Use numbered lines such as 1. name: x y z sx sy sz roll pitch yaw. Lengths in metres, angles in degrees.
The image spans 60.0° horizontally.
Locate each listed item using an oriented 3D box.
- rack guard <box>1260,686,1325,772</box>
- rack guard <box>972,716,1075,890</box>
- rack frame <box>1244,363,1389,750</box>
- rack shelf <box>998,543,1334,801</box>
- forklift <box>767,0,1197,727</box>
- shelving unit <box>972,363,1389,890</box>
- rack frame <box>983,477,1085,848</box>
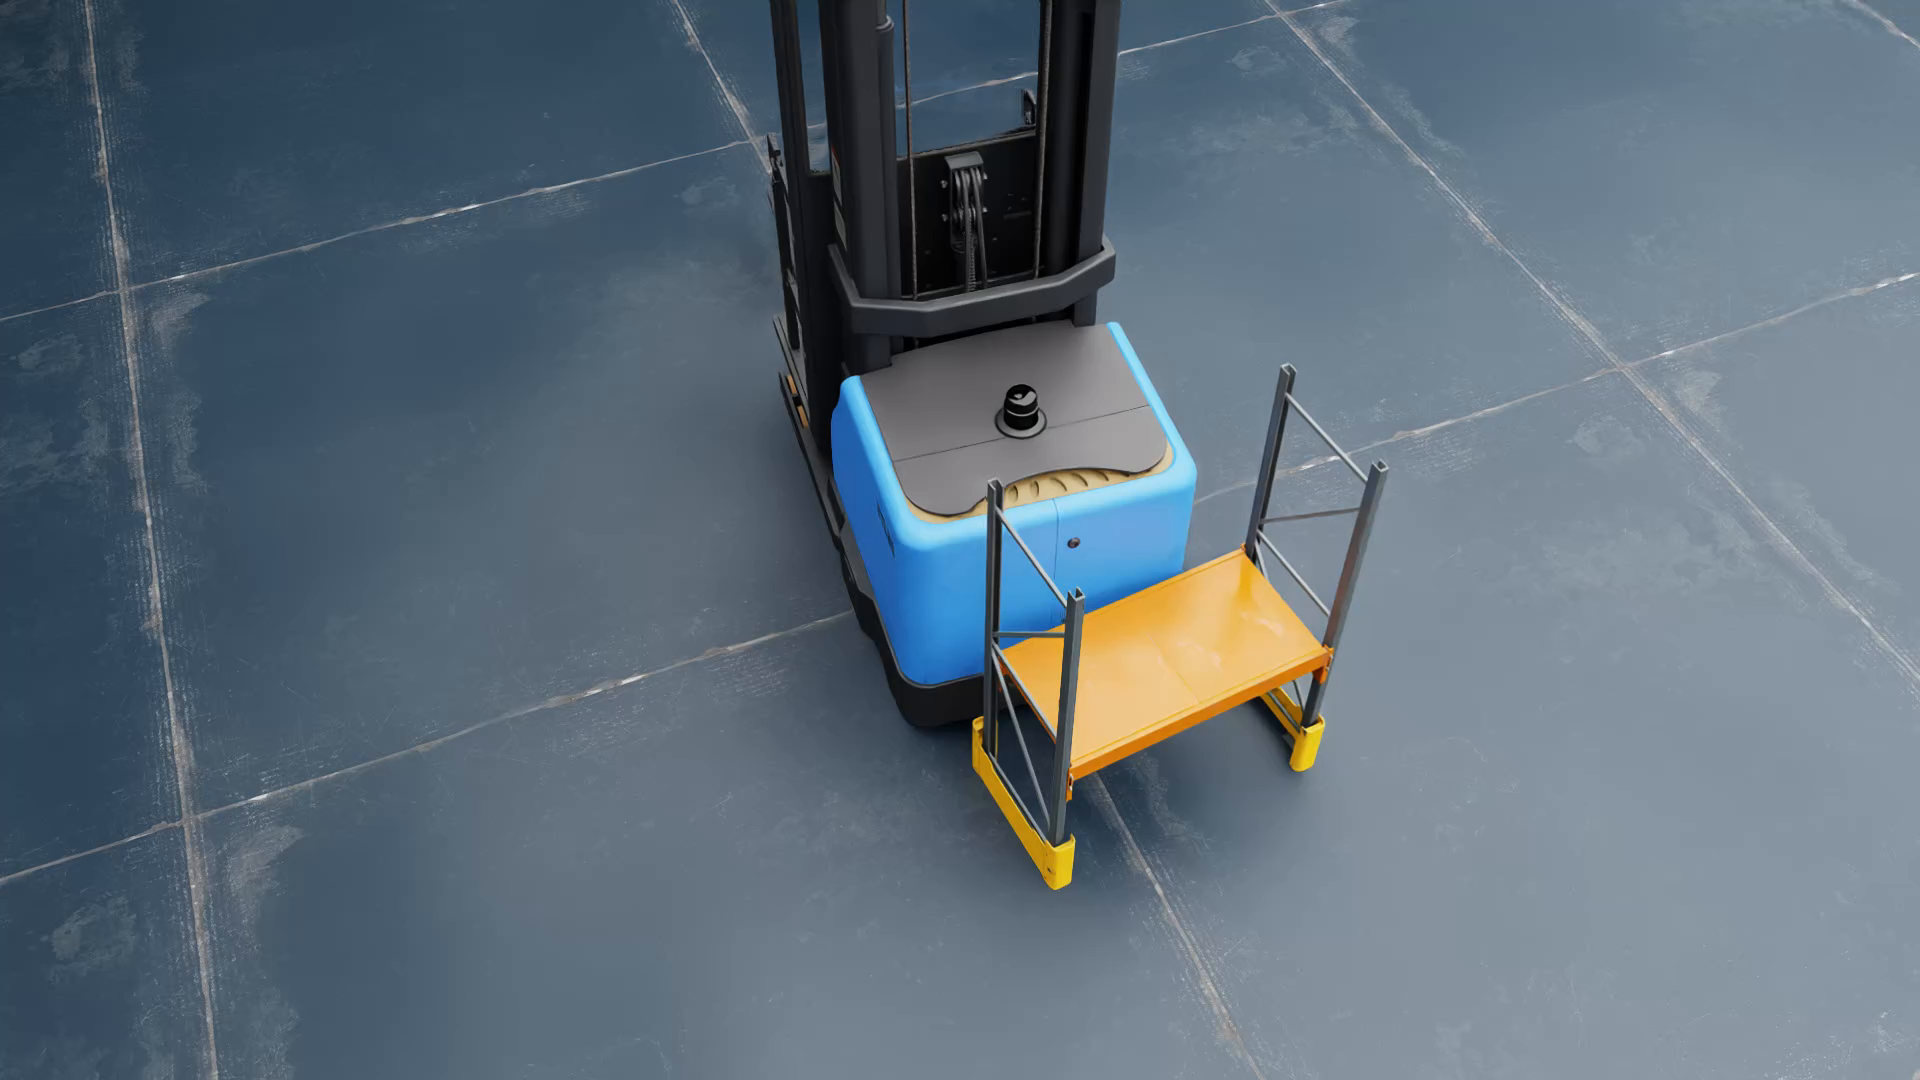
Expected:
1. rack guard: 1.090 0.534 5.967 0.087 0.250 0.587 -22 53 -18
2. rack guard: 0.210 0.887 5.664 0.087 0.250 0.587 -22 53 -18
3. rack frame: 1.107 0.120 5.499 0.032 1.500 0.500 -22 53 -18
4. rack shelf: 0.658 0.417 5.481 1.000 0.185 0.538 -22 53 -18
5. forklift: -0.126 -1.436 5.892 1.130 2.935 3.031 -13 51 -11
6. shelving unit: 0.650 0.303 5.342 1.083 1.500 0.587 -22 53 -18
7. rack frame: 0.209 0.480 5.189 0.032 1.500 0.500 -22 53 -18
